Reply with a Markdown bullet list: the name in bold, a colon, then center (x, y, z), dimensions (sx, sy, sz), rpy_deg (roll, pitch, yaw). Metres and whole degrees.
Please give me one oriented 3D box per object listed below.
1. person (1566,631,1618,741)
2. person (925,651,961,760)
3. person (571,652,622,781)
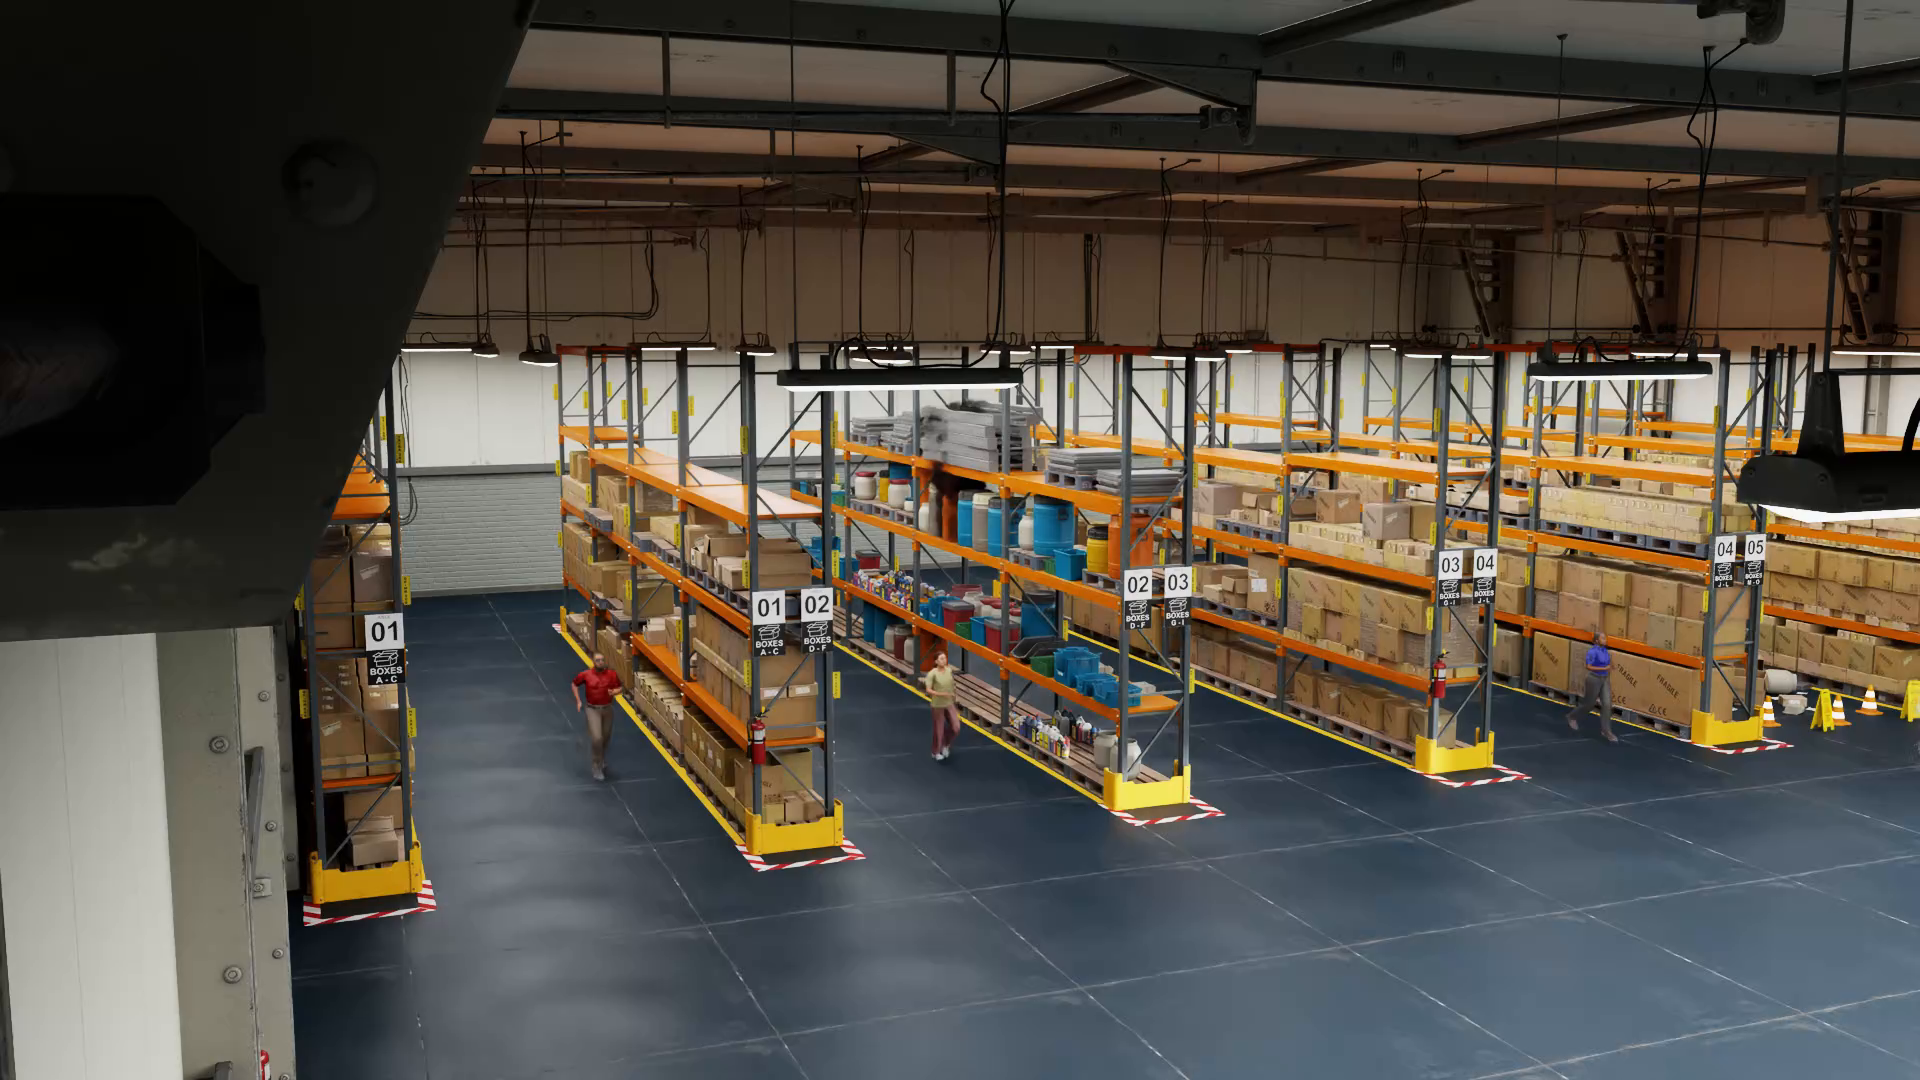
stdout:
- **person**: center (9.866, 2.228, 25.841), dimensions (0.609, 1.667, 0.863), rpy_deg (-5, 9, -35)
- **person**: center (-0.242, 2.429, 24.309), dimensions (0.559, 1.634, 0.594), rpy_deg (-4, 8, -30)
- **person**: center (-5.133, 2.485, 23.667), dimensions (0.638, 1.801, 0.802), rpy_deg (-4, 9, -31)
